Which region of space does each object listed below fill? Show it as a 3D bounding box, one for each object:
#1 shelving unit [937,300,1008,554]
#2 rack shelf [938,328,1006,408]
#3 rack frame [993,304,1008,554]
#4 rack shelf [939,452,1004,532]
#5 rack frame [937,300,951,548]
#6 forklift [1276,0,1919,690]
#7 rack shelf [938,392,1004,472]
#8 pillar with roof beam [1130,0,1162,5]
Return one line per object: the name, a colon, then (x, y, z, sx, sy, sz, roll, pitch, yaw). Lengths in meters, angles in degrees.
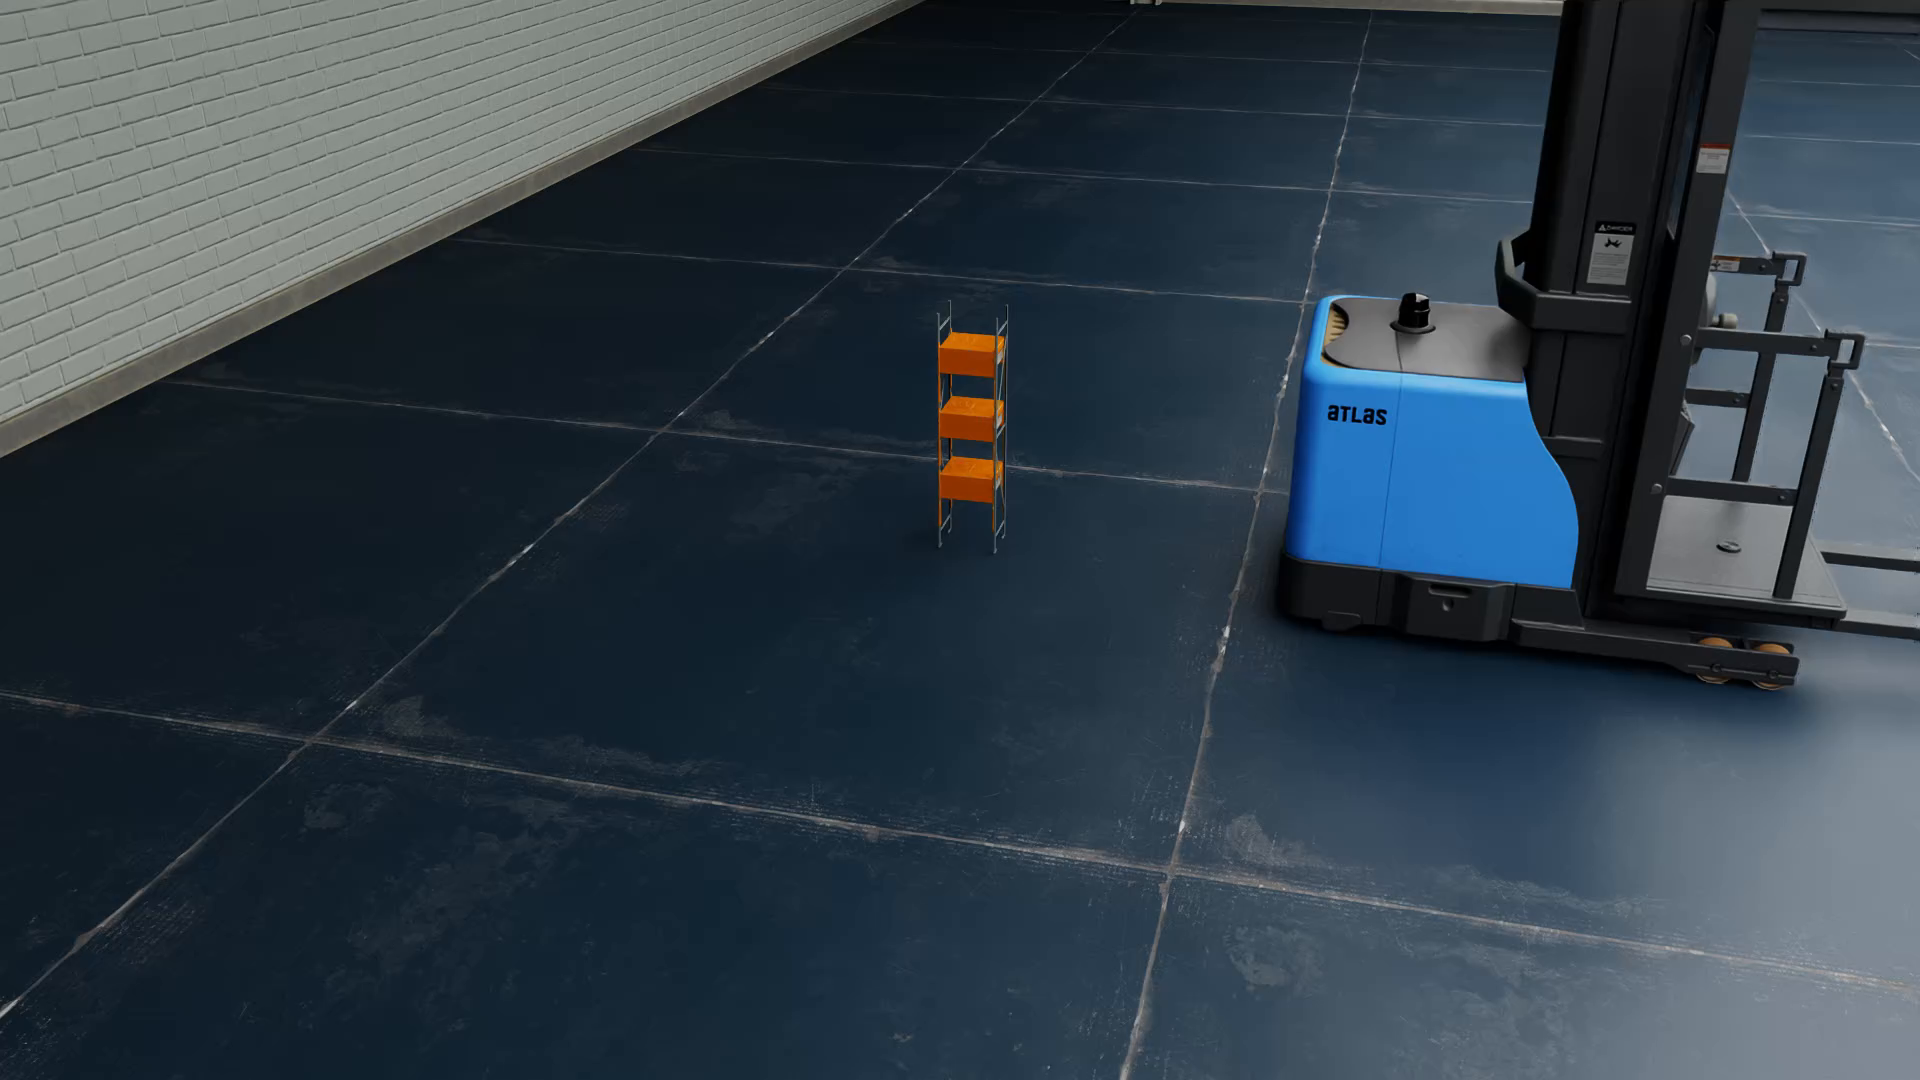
shelving unit: (0.052, -0.468, 7.012, 0.252, 1.050, 0.215, 6, 26, 13)
rack shelf: (0.052, -0.715, 6.895, 0.240, 0.259, 0.215, 6, 26, 13)
rack frame: (0.170, -0.455, 6.985, 0.008, 1.050, 0.200, 6, 26, 13)
rack shelf: (0.052, -0.208, 7.136, 0.240, 0.259, 0.215, 6, 26, 13)
rack frame: (-0.066, -0.481, 7.040, 0.008, 1.050, 0.200, 6, 26, 13)
forklift: (2.822, -1.026, 5.995, 3.031, 2.935, 1.130, 6, 26, 13)
rack shelf: (0.052, -0.459, 7.017, 0.240, 0.259, 0.215, 6, 26, 13)
pillar with roof beam: (1.450, -9.558, 16.858, 0.400, 9.000, 9.100, 6, 26, 13)
